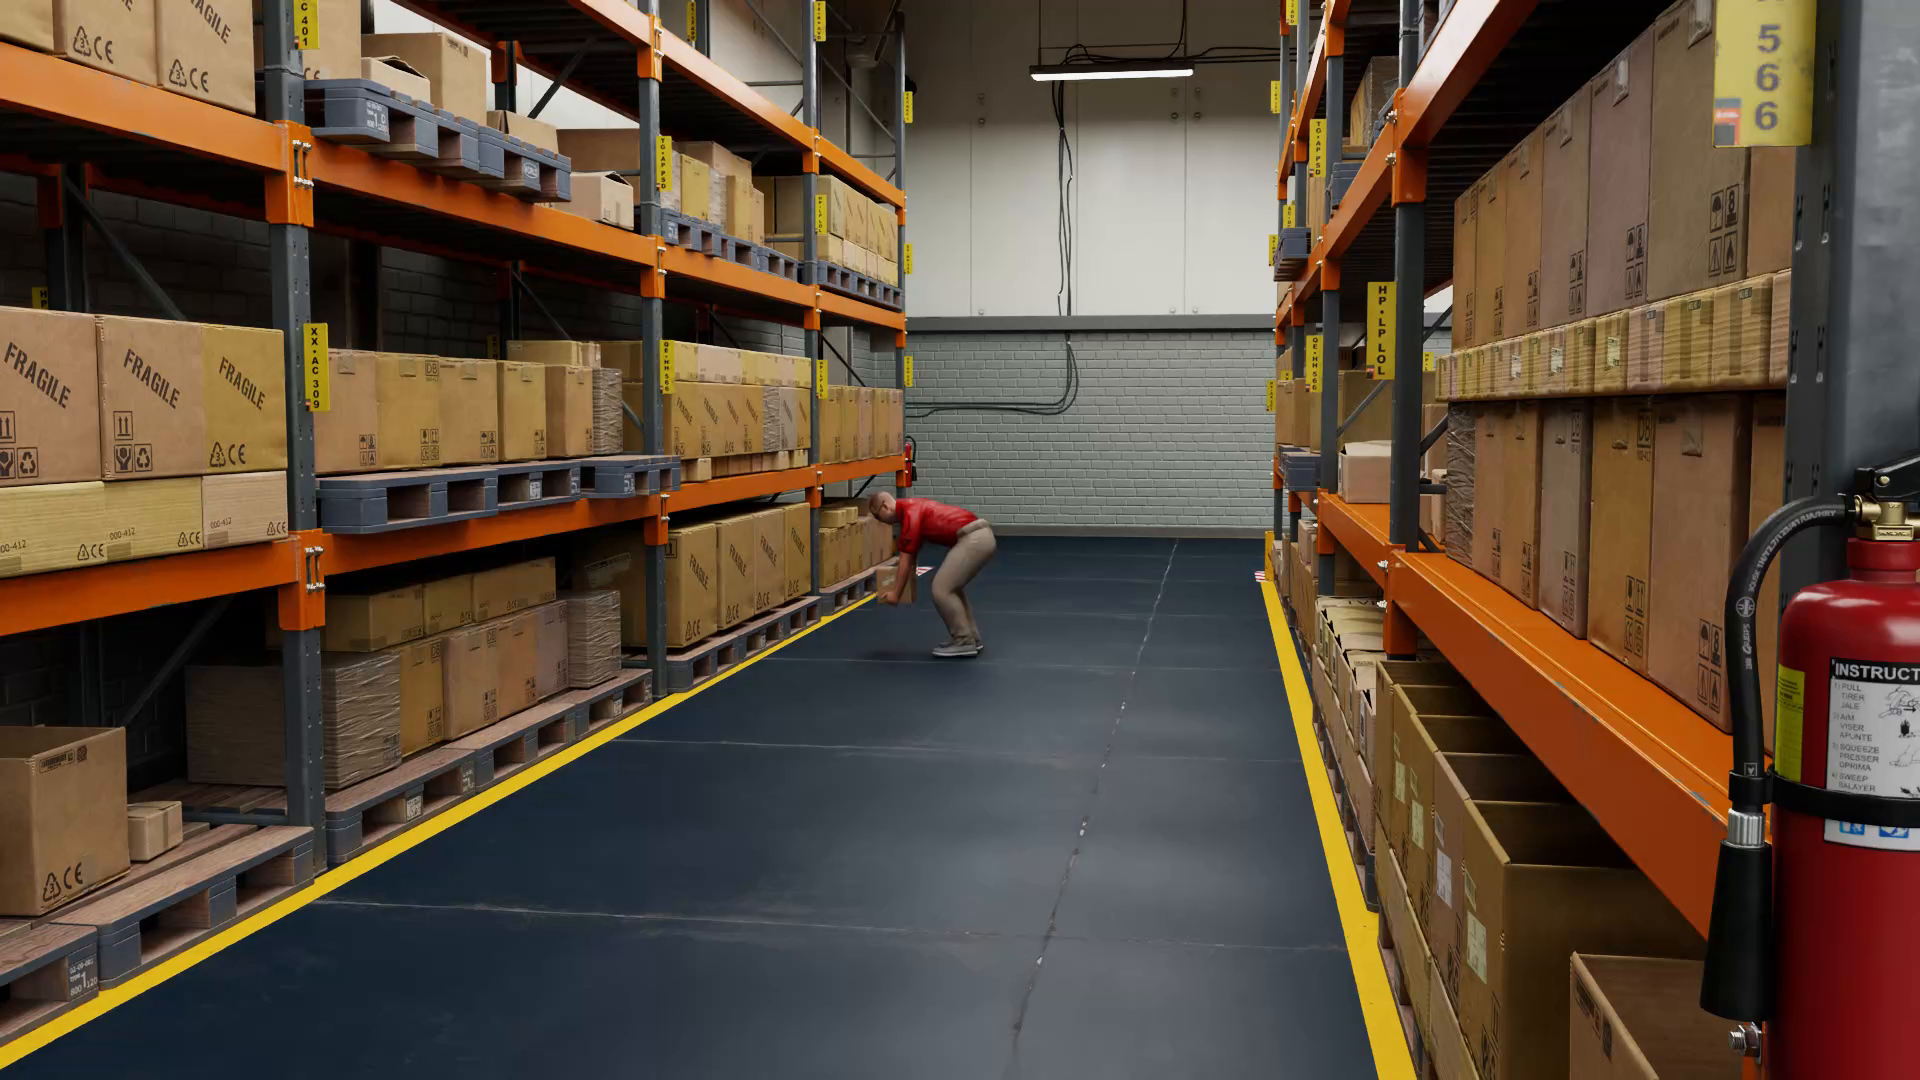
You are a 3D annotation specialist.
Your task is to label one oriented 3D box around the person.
[{"bbox_3d":[-0.203,0.240,12.145,0.927,1.191,0.515,0,4,6],"label":"person"}]
